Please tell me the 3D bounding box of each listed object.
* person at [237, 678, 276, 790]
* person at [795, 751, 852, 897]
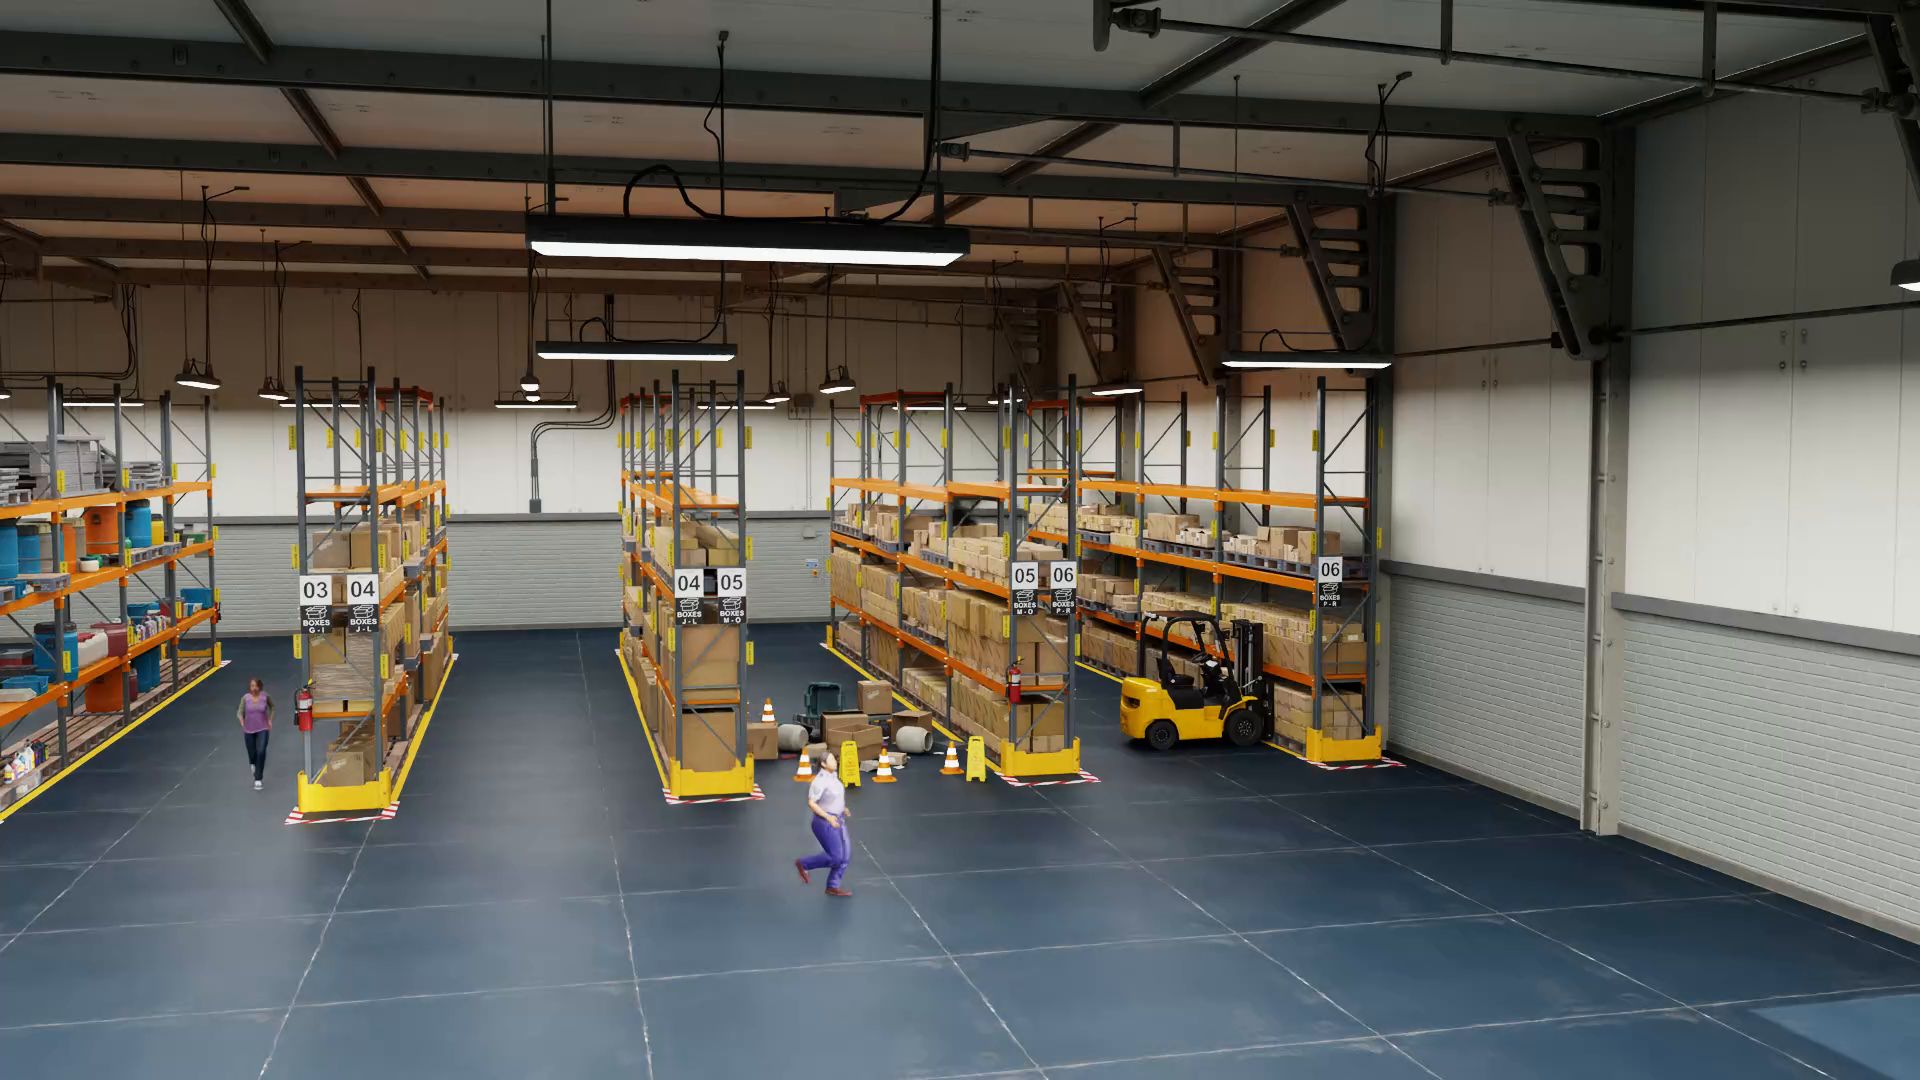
[{"bbox_3d":[-10.216,2.777,24.162,0.525,1.589,0.809,-1,4,-20],"label":"person"},{"bbox_3d":[-1.490,3.116,18.314,0.607,1.608,0.608,1,4,15],"label":"person"}]
